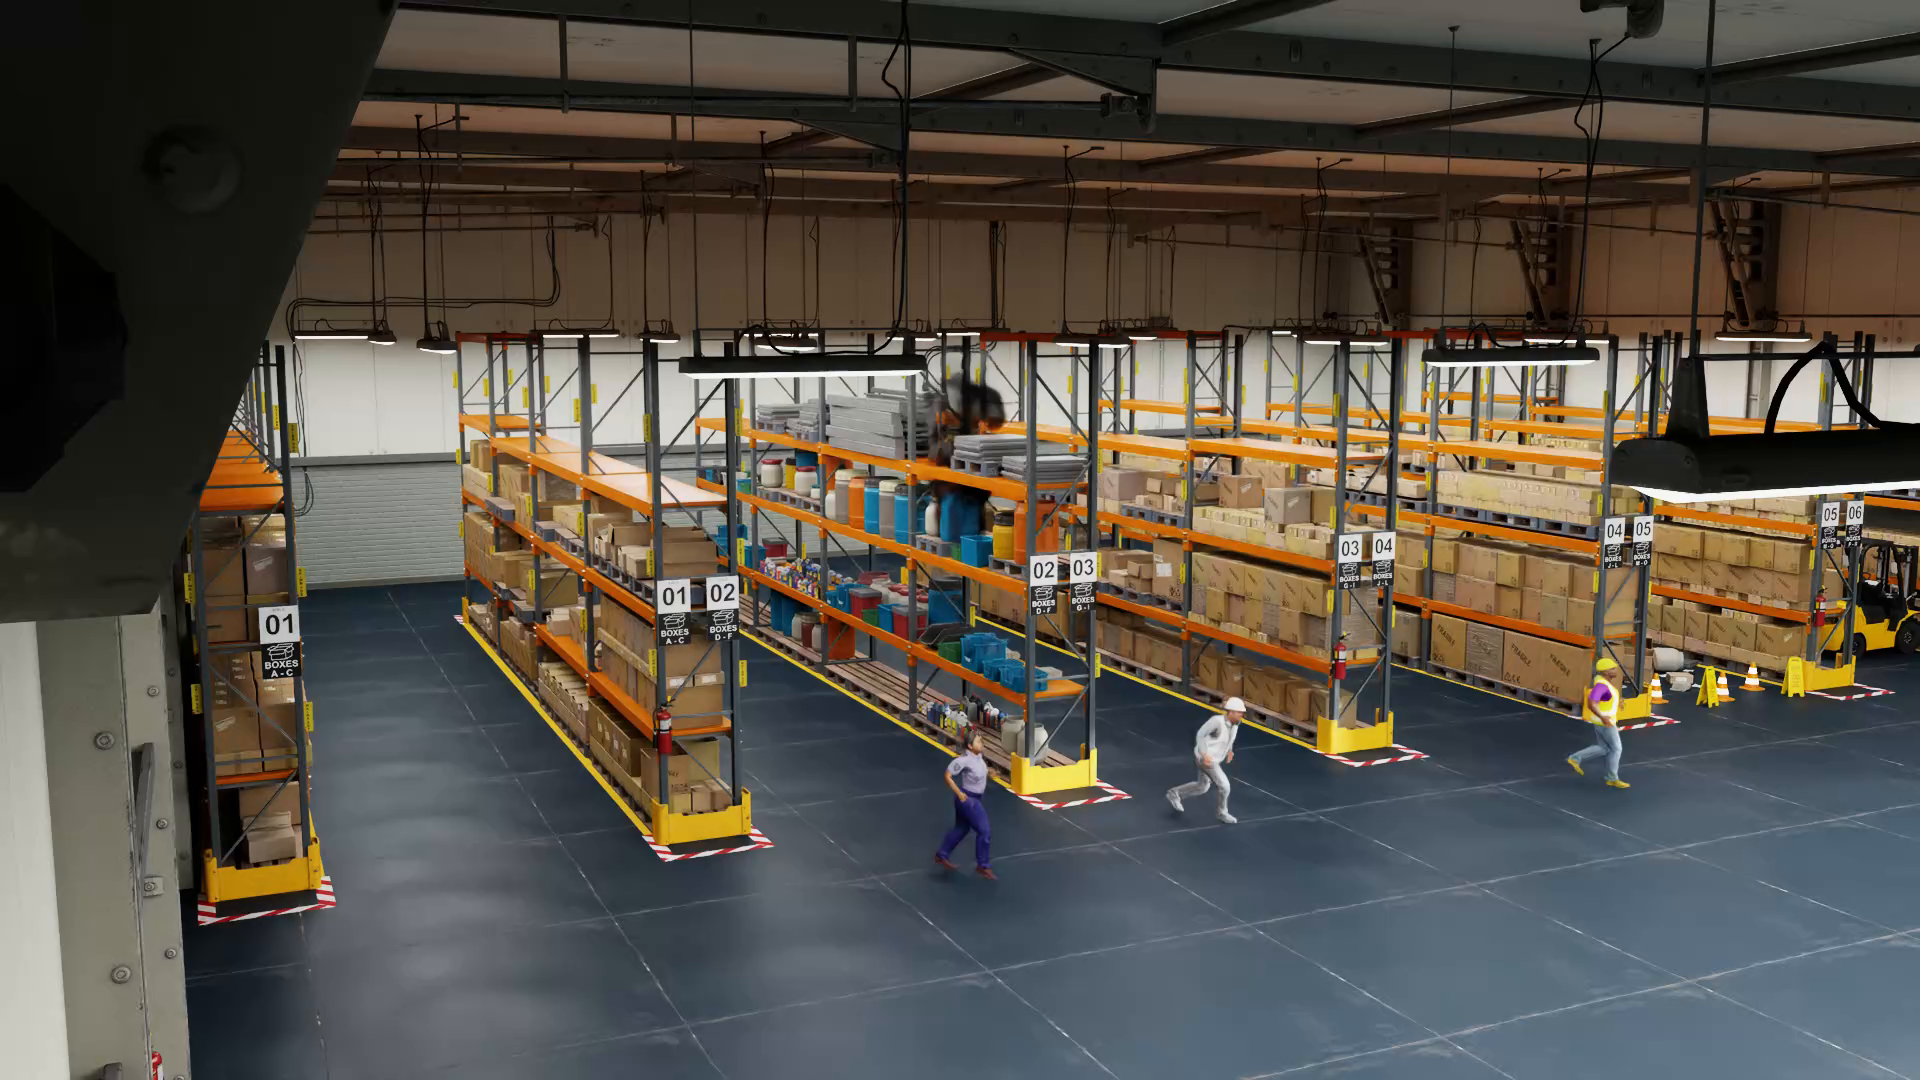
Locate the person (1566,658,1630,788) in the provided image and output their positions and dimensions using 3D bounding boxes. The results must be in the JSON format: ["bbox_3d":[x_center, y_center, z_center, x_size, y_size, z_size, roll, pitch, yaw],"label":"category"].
[{"bbox_3d":[8.650,2.453,22.462,0.823,1.763,0.690,2,8,16],"label":"person"}]

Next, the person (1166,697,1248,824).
[{"bbox_3d":[3.105,2.733,20.925,1.063,1.617,0.666,5,9,34],"label":"person"}]

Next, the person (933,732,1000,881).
[{"bbox_3d":[0.081,3.010,18.846,0.760,1.700,0.577,1,8,7],"label":"person"}]

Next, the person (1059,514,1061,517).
[{"bbox_3d":[2.202,0.170,39.754,0.633,1.646,0.540,3,8,18],"label":"person"}]
